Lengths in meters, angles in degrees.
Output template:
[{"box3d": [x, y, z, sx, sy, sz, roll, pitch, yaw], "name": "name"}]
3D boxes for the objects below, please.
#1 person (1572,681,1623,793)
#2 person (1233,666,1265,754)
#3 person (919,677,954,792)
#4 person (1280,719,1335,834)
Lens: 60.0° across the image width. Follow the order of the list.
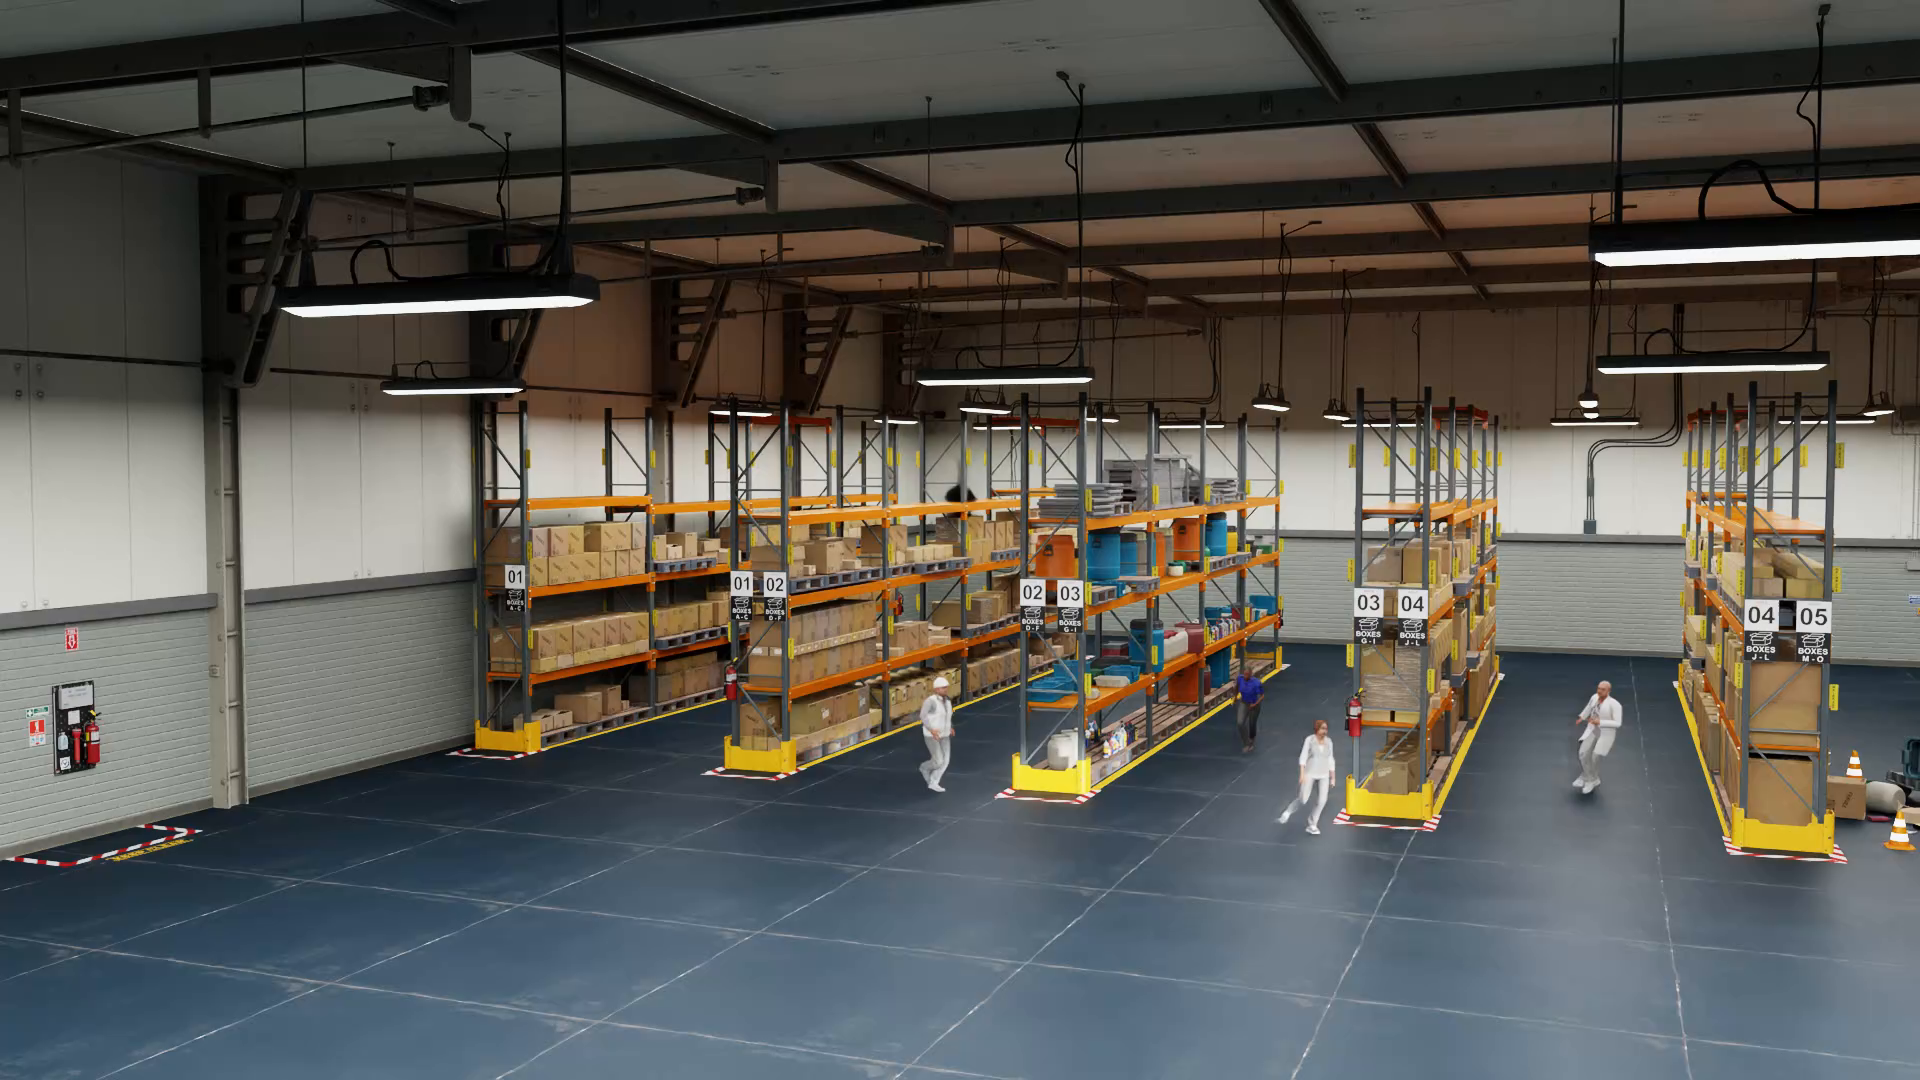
[{"box3d": [9.543, 2.930, 24.903, 0.829, 1.681, 0.773, 2, 4, 41], "name": "person"}, {"box3d": [4.981, 2.855, 28.495, 0.590, 1.507, 0.980, 1, 3, 22], "name": "person"}, {"box3d": [-0.390, 2.928, 25.183, 0.652, 1.729, 0.610, -3, 4, -42], "name": "person"}, {"box3d": [4.654, 3.139, 22.219, 0.671, 1.536, 0.502, 0, 3, -7], "name": "person"}]
